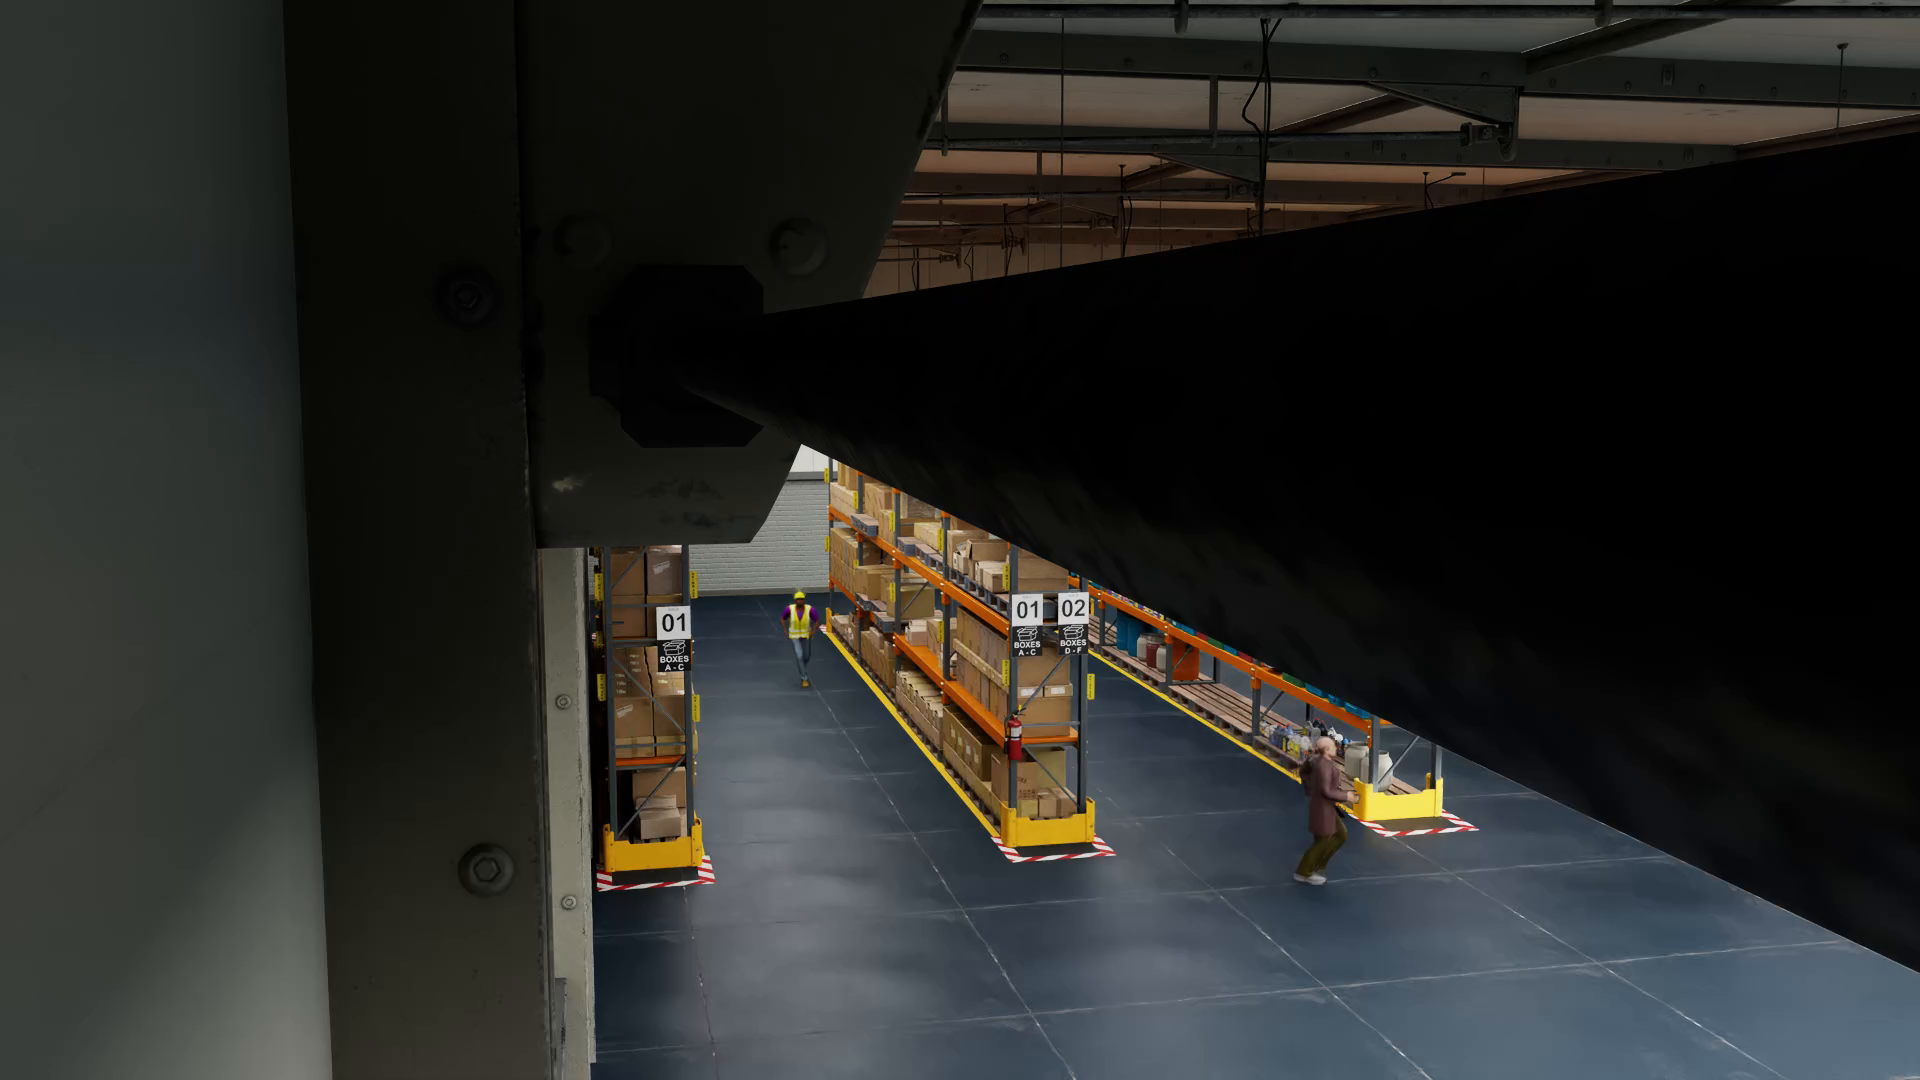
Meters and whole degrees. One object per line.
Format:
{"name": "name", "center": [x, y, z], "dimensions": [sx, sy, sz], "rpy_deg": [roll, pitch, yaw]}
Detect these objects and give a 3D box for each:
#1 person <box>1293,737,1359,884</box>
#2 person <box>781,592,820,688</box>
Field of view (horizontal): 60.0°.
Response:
{"name": "person", "center": [4.269, 3.170, 19.392], "dimensions": [0.718, 1.777, 0.705], "rpy_deg": [1, 7, 8]}
{"name": "person", "center": [-2.962, 1.811, 30.914], "dimensions": [0.726, 1.749, 0.898], "rpy_deg": [-1, 7, -10]}
